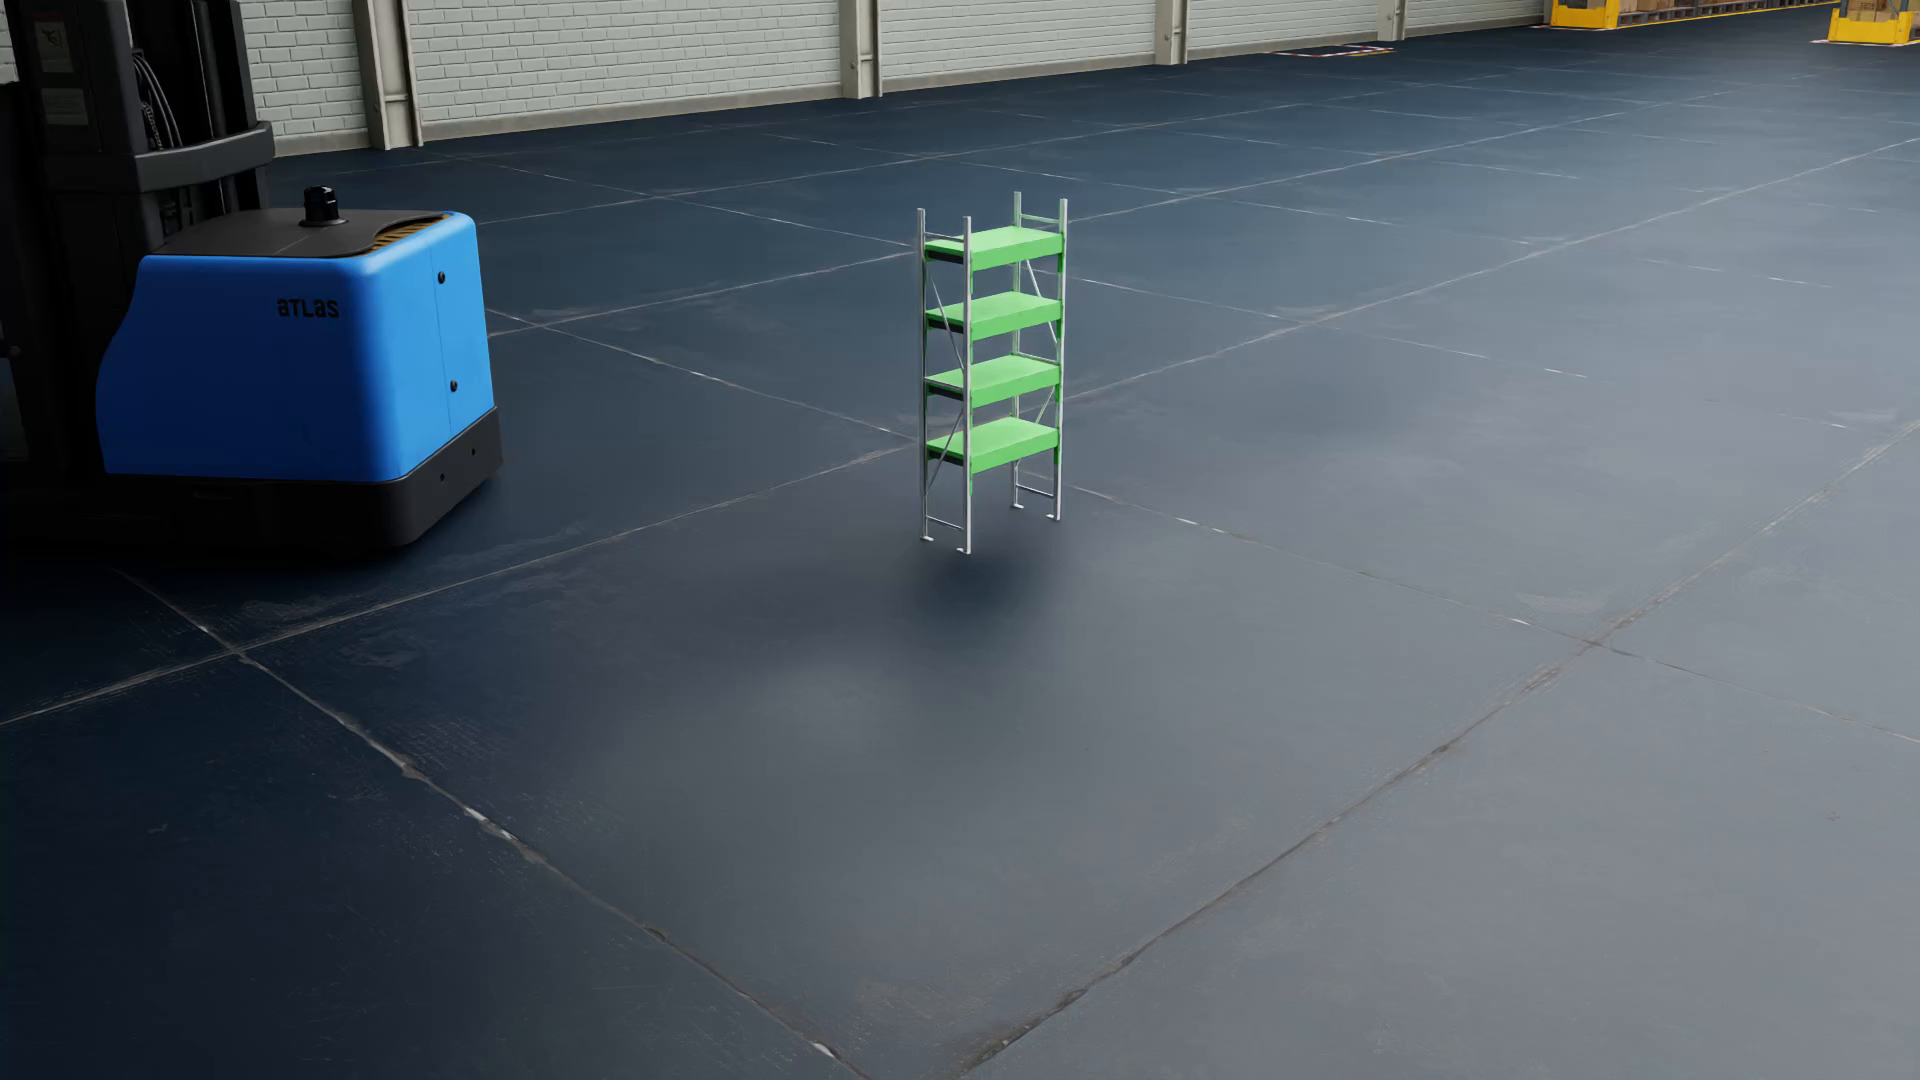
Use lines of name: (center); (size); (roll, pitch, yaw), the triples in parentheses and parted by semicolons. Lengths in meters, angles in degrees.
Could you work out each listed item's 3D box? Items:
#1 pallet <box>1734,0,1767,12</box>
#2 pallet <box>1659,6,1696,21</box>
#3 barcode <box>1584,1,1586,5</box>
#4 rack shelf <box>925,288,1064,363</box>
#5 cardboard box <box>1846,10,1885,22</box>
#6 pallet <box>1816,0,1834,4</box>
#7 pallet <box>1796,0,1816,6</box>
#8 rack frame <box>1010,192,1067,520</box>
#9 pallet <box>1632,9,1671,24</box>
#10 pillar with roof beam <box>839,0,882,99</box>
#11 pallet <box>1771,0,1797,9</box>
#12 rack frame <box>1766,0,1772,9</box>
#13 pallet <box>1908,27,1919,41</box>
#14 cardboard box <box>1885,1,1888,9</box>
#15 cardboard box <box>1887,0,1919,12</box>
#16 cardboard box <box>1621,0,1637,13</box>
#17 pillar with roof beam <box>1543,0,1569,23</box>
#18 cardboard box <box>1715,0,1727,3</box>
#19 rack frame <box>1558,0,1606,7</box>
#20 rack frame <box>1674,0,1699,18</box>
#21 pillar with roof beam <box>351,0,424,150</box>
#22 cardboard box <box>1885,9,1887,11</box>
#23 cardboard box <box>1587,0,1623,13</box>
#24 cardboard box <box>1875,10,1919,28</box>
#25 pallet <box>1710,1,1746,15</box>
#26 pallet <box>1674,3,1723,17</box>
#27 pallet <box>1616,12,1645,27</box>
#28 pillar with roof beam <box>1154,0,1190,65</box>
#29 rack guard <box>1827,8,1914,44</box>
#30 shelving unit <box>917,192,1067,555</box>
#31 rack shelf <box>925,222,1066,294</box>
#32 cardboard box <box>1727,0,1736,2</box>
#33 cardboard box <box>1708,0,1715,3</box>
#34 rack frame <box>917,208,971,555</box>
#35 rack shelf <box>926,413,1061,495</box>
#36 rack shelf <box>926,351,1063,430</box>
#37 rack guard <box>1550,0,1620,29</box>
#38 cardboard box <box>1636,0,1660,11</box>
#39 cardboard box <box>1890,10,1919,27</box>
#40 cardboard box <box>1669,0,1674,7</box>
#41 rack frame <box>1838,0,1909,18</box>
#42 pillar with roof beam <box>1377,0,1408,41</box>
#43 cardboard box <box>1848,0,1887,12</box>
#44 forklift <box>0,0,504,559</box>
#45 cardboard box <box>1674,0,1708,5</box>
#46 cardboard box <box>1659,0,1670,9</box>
pallet: (16.551, -11.472, 35.626); (1.003, 0.211, 1.213); (19, 28, 41)
pallet: (13.863, -10.462, 33.001); (1.003, 0.211, 1.213); (19, 28, 41)
barcode: (11.789, -10.132, 31.376); (0.001, 0.075, 0.075); (19, 28, 41)
rack shelf: (0.115, -0.767, 5.907); (0.258, 0.148, 0.480); (19, 28, 41)
cardboard box: (15.230, -8.803, 28.043); (0.500, 0.250, 0.500); (19, 28, 41)
pallet: (19.403, -12.483, 38.258); (1.003, 0.211, 1.213); (19, 28, 41)
pallet: (18.552, -12.168, 37.438); (1.003, 0.211, 1.213); (19, 28, 41)
rack frame: (0.286, -0.665, 6.133); (0.240, 1.200, 0.015); (19, 28, 41)
pallet: (13.012, -10.147, 32.181); (1.003, 0.211, 1.213); (19, 28, 41)
pillar with roof beam: (1.912, -8.410, 15.411); (9.100, 9.000, 0.400); (19, 28, 41)
pallet: (17.701, -11.856, 36.626); (1.003, 0.211, 1.213); (19, 28, 41)
rack frame: (17.097, -12.974, 35.648); (1.000, 3.000, 0.127); (19, 28, 41)
pallet: (15.572, -8.584, 28.113); (1.003, 0.211, 1.213); (19, 28, 41)
cardboard box: (15.916, -9.414, 28.589); (0.500, 0.500, 0.500); (19, 28, 41)
cardboard box: (15.949, -9.152, 27.907); (0.500, 0.500, 0.500); (19, 28, 41)
cardboard box: (12.461, -10.170, 31.486); (0.500, 0.311, 0.500); (-17, 27, -38)
pillar with roof beam: (14.469, -13.037, 27.449); (9.100, 9.000, 0.400); (19, 28, 41)
cardboard box: (15.518, -11.444, 34.538); (0.700, 0.500, 0.500); (20, 28, 41)
rack frame: (11.516, -10.917, 30.298); (1.000, 3.000, 0.127); (19, 28, 41)
rack frame: (14.307, -11.946, 32.973); (1.000, 3.000, 0.127); (19, 28, 41)
pillar with roof beam: (-2.273, -6.867, 11.399); (9.100, 9.000, 0.400); (19, 28, 41)
cardboard box: (15.571, -8.934, 28.386); (0.500, 0.250, 0.500); (19, 28, 41)
cardboard box: (12.063, -10.023, 31.105); (0.500, 0.311, 0.500); (15, 26, 35)
cardboard box: (15.602, -8.673, 27.706); (0.500, 0.250, 0.500); (19, 28, 41)
pallet: (15.700, -11.160, 34.814); (1.003, 0.211, 1.213); (19, 28, 41)
pallet: (14.849, -10.844, 33.995); (1.003, 0.211, 1.213); (19, 28, 41)
pallet: (12.161, -9.835, 31.369); (1.003, 0.211, 1.213); (19, 28, 41)
pillar with roof beam: (6.098, -9.952, 19.424); (9.100, 9.000, 0.400); (19, 28, 41)
rack guard: (15.051, -8.506, 27.507); (1.175, 0.500, 0.348); (19, 28, 41)
shelving unit: (0.115, -0.603, 5.970); (0.258, 1.200, 0.503); (19, 28, 41)
rack shelf: (0.115, -0.991, 5.821); (0.258, 0.148, 0.480); (19, 28, 41)
cardboard box: (15.863, -11.576, 34.882); (0.700, 0.500, 0.500); (19, 28, 40)
cardboard box: (15.133, -11.323, 34.224); (0.700, 0.500, 0.500); (19, 28, 40)
rack frame: (-0.055, -0.540, 5.807); (0.240, 1.200, 0.015); (19, 28, 41)
rack shelf: (0.115, -0.319, 6.079); (0.258, 0.148, 0.480); (19, 28, 41)
rack shelf: (0.115, -0.543, 5.993); (0.258, 0.148, 0.480); (19, 28, 41)
rack guard: (11.569, -9.770, 30.797); (1.175, 0.500, 0.348); (19, 28, 41)
cardboard box: (13.009, -10.434, 31.910); (0.700, 0.500, 0.500); (17, 27, 37)
cardboard box: (15.948, -8.803, 28.043); (0.500, 0.250, 0.500); (19, 28, 41)
cardboard box: (13.955, -10.683, 33.025); (0.380, 0.166, 0.250); (15, 26, 34)
rack frame: (15.068, -9.678, 27.074); (1.000, 3.000, 0.127); (19, 28, 41)
pillar with roof beam: (10.284, -11.494, 23.437); (9.100, 9.000, 0.400); (19, 28, 41)
cardboard box: (15.229, -9.153, 27.910); (0.500, 0.500, 0.500); (19, 28, 41)
forklift: (-3.383, -1.509, 5.916); (3.031, 2.935, 1.130); (2, 21, 6)
cardboard box: (14.808, -11.177, 33.845); (0.500, 0.500, 0.700); (-19, 28, -40)
cardboard box: (13.611, -10.707, 32.622); (0.500, 0.500, 0.500); (17, 27, 37)
